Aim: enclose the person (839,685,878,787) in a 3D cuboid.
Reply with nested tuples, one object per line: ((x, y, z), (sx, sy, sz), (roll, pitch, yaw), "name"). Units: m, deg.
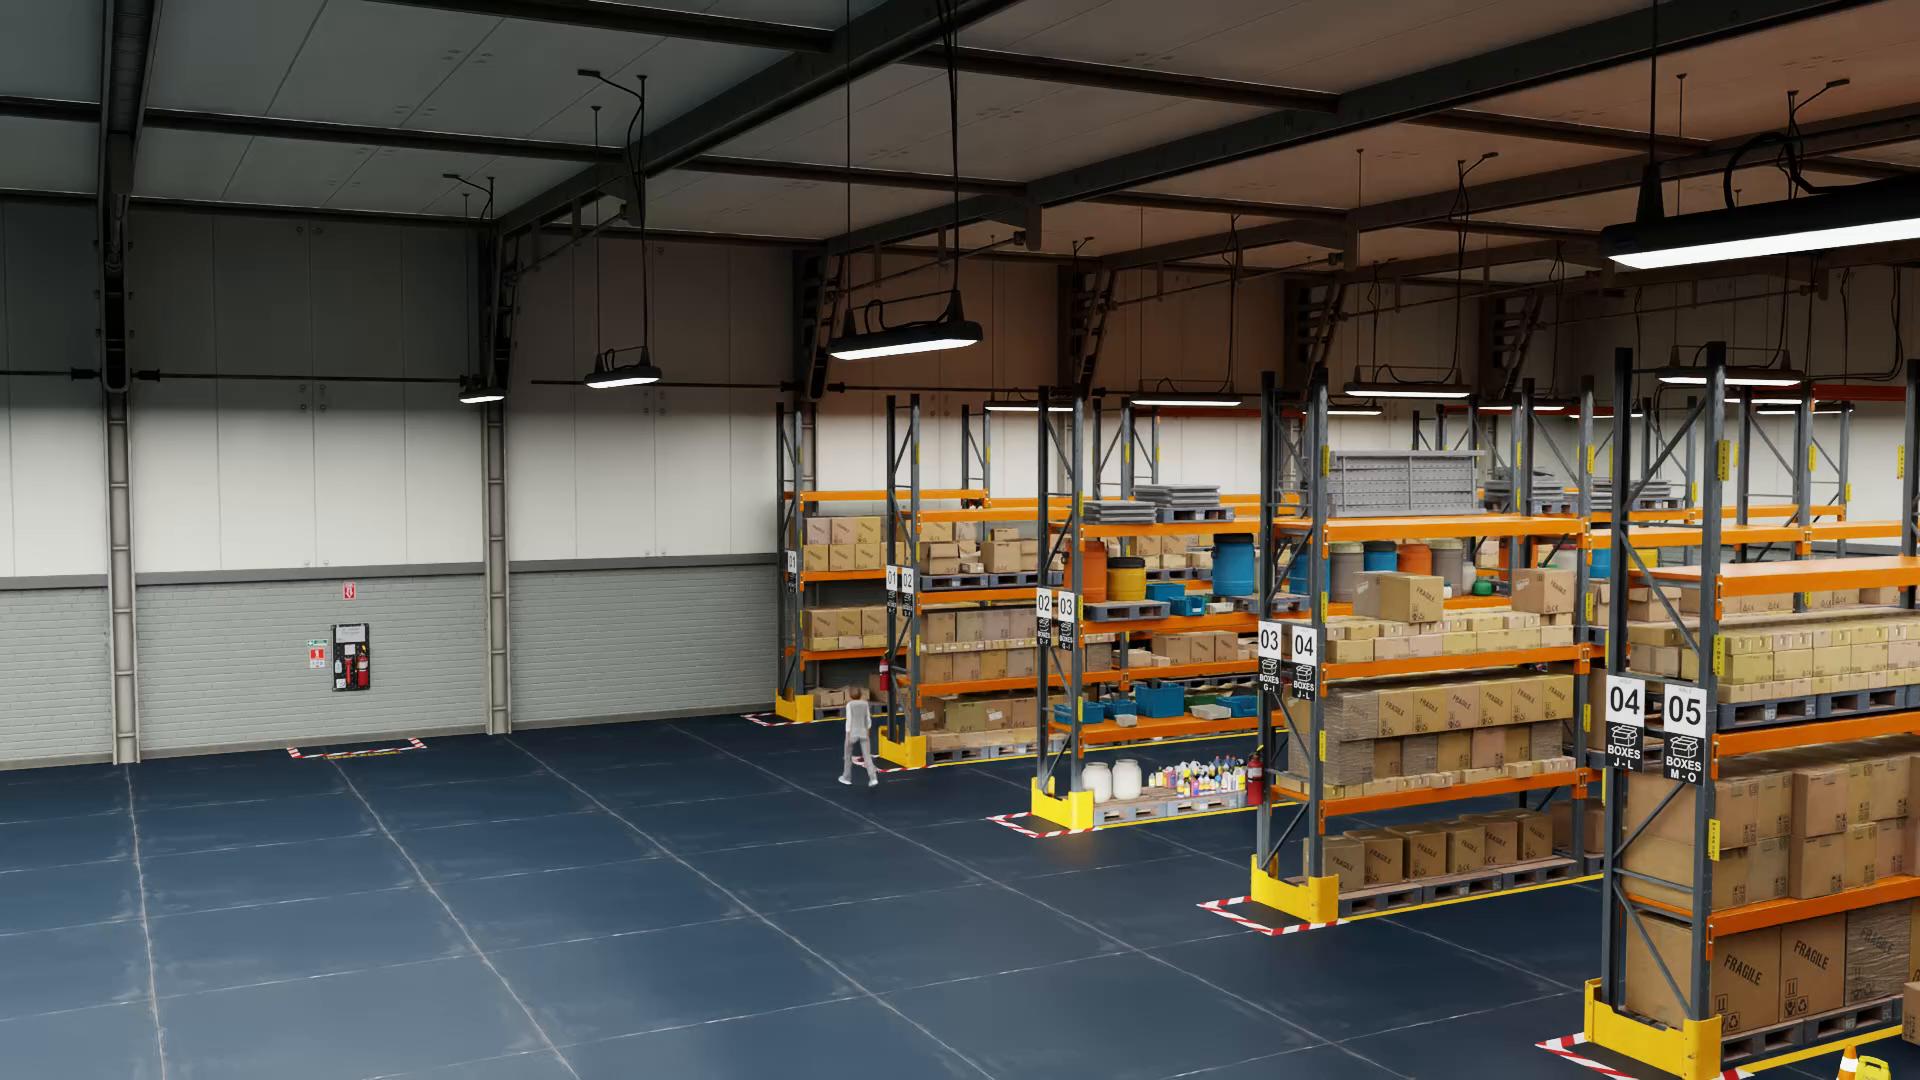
((-1.520, 2.968, 25.137), (0.423, 1.535, 1.010), (-2, 4, -25), "person")
